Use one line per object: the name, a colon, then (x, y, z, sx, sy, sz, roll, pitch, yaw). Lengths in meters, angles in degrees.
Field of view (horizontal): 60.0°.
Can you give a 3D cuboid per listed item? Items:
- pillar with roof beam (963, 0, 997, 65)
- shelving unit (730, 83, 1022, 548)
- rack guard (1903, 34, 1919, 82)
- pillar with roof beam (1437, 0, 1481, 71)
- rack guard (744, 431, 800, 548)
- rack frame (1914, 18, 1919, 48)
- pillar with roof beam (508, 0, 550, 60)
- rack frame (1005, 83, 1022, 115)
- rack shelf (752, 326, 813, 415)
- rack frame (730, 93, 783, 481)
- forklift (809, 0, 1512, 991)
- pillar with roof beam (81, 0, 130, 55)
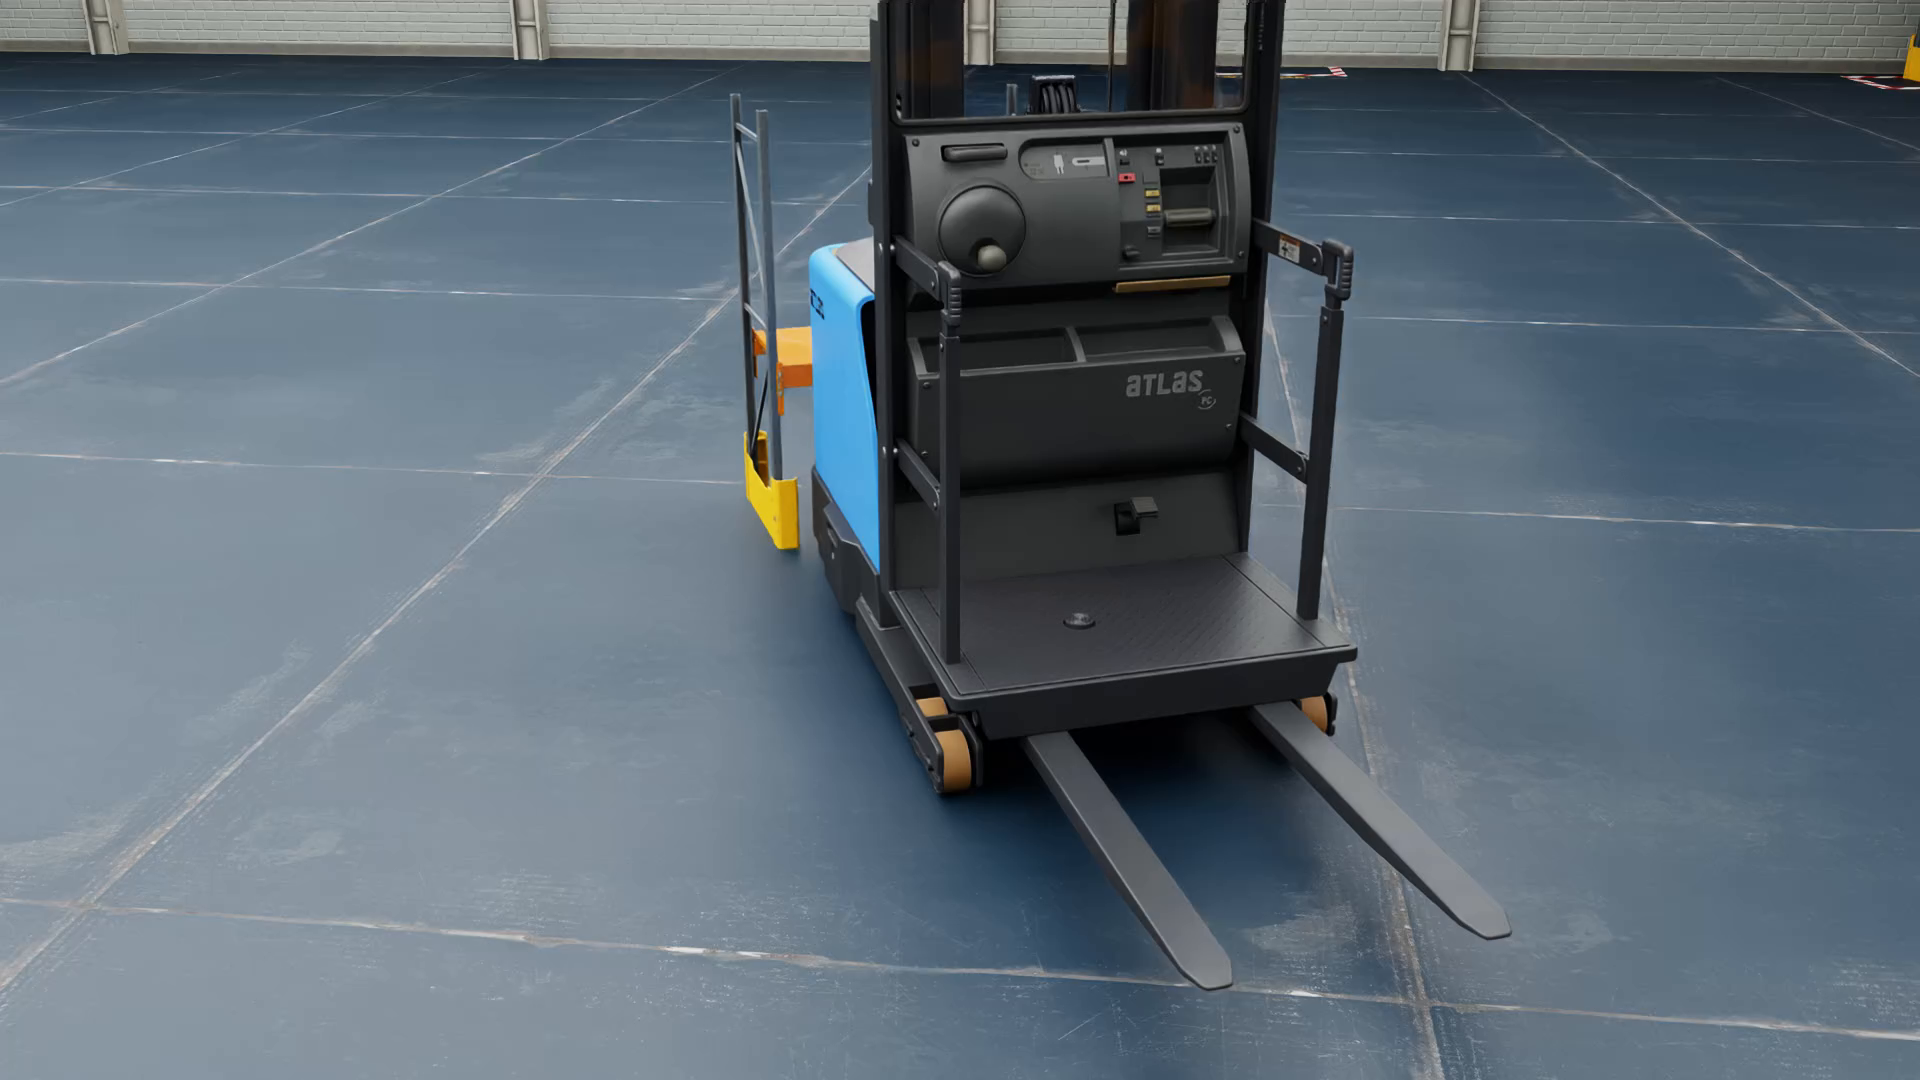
pillar with roof beam: (-0.253, -8.777, 15.902, 0.400, 9.000, 9.100, 2, 22, 6)
shelving unit: (-0.219, -0.830, 6.000, 1.083, 1.500, 0.587, -7, 23, -17)
rack guard: (11.449, -5.589, 19.396, 0.348, 0.500, 1.175, 2, 22, 6)
pillar with roof beam: (5.705, -8.518, 15.245, 0.400, 9.000, 9.100, 2, 22, 6)
rack guard: (-0.693, -0.193, 6.087, 0.087, 0.250, 0.587, -7, 23, -17)
rack frame: (11.373, -6.755, 18.945, 0.127, 3.000, 1.000, 2, 22, 6)
pillar with roof beam: (-6.211, -9.037, 16.559, 0.400, 9.000, 9.100, 2, 22, 6)
rack frame: (0.256, -0.887, 6.143, 0.032, 1.500, 0.500, -7, 23, -17)
rack shelf: (-0.228, -0.662, 6.064, 1.000, 0.185, 0.538, -7, 23, -17)
rack frame: (-0.711, -0.772, 5.852, 0.032, 1.500, 0.500, -7, 23, -17)
forklift: (0.379, -0.869, 4.150, 1.130, 2.935, 3.031, -6, 22, -15)
pillar with roof beam: (-12.170, -9.297, 17.215, 0.400, 9.000, 9.100, 2, 22, 6)
